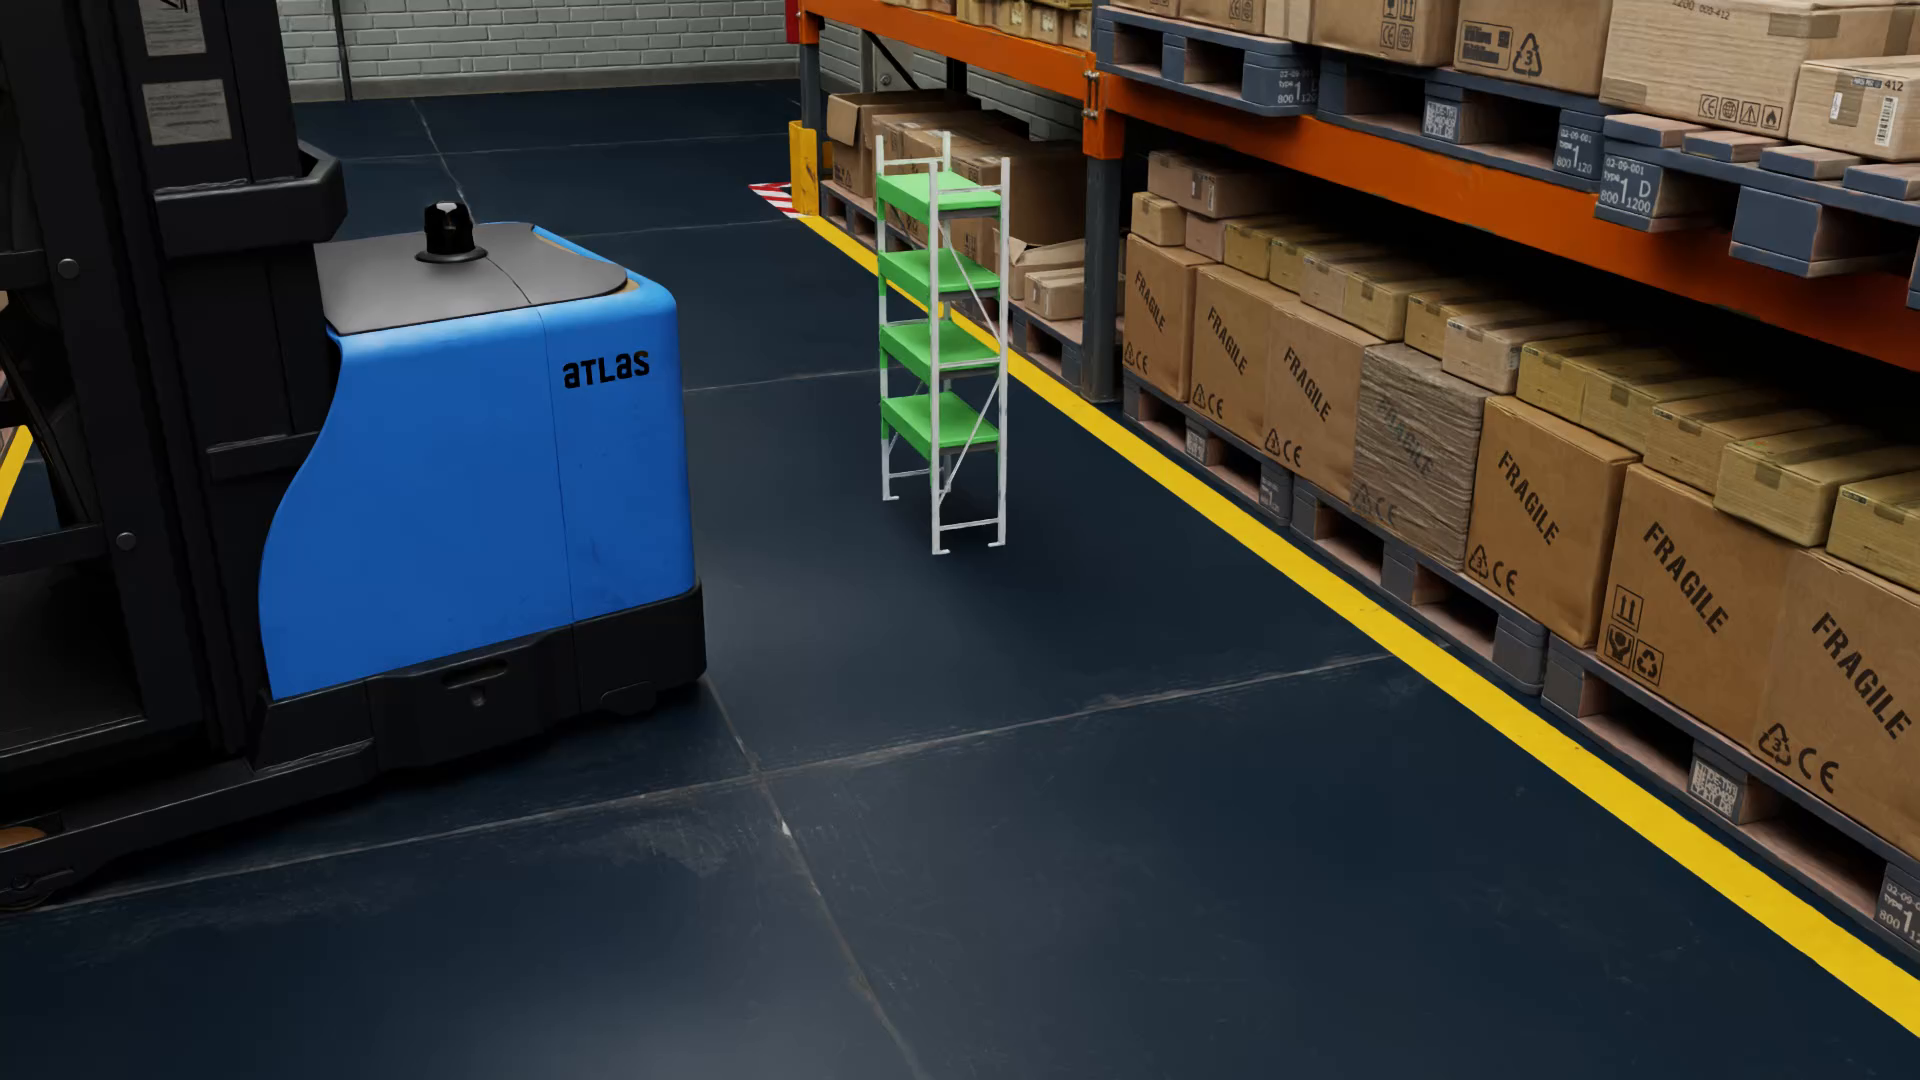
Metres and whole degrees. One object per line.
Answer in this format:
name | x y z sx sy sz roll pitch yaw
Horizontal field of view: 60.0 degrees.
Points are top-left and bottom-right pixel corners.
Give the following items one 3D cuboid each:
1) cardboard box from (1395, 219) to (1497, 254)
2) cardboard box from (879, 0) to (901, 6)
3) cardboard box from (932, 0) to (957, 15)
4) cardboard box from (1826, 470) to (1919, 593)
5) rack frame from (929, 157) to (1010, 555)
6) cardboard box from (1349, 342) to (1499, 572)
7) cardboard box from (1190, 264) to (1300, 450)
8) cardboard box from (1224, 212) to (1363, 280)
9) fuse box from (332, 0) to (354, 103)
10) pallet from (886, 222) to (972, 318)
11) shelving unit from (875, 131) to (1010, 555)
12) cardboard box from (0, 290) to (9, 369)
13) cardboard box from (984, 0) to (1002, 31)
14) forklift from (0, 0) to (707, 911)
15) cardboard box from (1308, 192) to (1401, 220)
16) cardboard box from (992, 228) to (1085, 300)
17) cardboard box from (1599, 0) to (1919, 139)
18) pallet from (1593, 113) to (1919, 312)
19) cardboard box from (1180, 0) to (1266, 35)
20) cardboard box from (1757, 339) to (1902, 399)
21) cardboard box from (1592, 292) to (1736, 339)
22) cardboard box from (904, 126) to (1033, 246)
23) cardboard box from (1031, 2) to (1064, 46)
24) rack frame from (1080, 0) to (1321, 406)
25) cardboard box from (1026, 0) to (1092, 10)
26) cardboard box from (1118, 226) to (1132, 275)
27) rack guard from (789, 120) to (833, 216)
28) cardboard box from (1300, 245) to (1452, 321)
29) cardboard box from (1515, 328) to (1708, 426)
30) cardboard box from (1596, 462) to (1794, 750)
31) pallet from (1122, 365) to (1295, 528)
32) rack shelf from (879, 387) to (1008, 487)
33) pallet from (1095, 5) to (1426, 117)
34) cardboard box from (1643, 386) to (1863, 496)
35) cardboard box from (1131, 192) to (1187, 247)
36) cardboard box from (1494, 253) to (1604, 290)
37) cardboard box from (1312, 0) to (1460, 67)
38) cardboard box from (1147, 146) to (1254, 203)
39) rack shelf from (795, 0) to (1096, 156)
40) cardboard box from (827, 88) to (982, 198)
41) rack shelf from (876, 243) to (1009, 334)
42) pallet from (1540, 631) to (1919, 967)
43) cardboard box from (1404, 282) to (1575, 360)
cardboard box | 1.672 -0.970 5.533 0.380 0.149 0.250 -10 25 -22
cardboard box | -0.180 -2.701 8.120 0.380 0.149 0.250 -9 24 -20
cardboard box | 0.088 -2.524 7.700 0.380 0.149 0.250 -8 24 -19
cardboard box | 1.967 -0.027 3.295 0.380 0.149 0.250 -10 25 -22
rack frame | 0.028 -0.524 4.949 0.240 1.200 0.015 -8 24 -19
cardboard box | 1.472 -0.267 4.699 0.500 0.500 0.500 -9 25 -21
cardboard box | 1.123 -0.638 5.580 0.500 0.500 0.500 -9 24 -20
cardboard box | 1.115 -0.987 5.573 0.380 0.149 0.250 -10 25 -22
fuse box | -5.087 -4.454 13.613 0.539 1.711 0.414 -8 24 -19
pallet | 0.289 -1.404 8.310 1.003 0.211 1.213 -8 24 -19
shelving unit | -0.059 -0.613 5.160 0.258 1.200 0.503 -8 24 -19
cardboard box | -4.115 -0.894 6.267 0.875 0.438 0.875 -9 25 -21
cardboard box | 0.322 -2.243 7.032 0.380 0.149 0.250 -8 24 -18
forklift | -2.157 -0.778 3.321 3.031 2.935 1.130 -15 27 -31
cardboard box | 1.463 -1.147 5.952 0.380 0.149 0.250 -8 24 -19
cardboard box | 0.367 -1.221 7.264 0.396 0.266 0.258 -7 24 -17
cardboard box | 1.703 -1.005 3.426 0.500 0.250 0.500 -10 25 -21
pallet | 2.073 -0.690 3.273 1.213 0.211 1.003 -8 24 -19
cardboard box | 1.110 -1.840 5.085 0.700 0.500 0.500 -8 24 -18
cardboard box | 2.245 -0.406 4.194 0.380 0.149 0.250 -10 25 -21
cardboard box | 1.979 -0.577 4.600 0.380 0.149 0.250 -8 24 -19
cardboard box | 0.038 -1.734 8.179 0.500 0.500 0.500 -8 24 -18
cardboard box | 0.504 -2.053 6.581 0.380 0.149 0.250 -8 24 -18
rack frame | 0.965 -1.995 6.122 1.000 3.000 0.127 -8 24 -19
cardboard box | 0.557 -2.215 6.453 0.500 0.250 0.500 -8 24 -18
cardboard box | 0.953 -1.222 7.210 0.500 0.311 0.500 -7 24 -17
rack guard | -0.421 -2.269 9.991 1.175 0.500 0.348 -8 24 -19
cardboard box | 1.277 -0.794 5.114 0.380 0.149 0.250 -8 24 -19
cardboard box | 1.650 -0.417 4.219 0.380 0.149 0.250 -9 24 -20
cardboard box | 1.861 0.109 3.807 0.500 0.500 0.500 -9 24 -20
pallet | 1.288 -0.420 5.975 1.003 0.211 1.213 -8 24 -19
rack shelf | -0.058 -0.333 5.278 0.258 0.148 0.480 -8 24 -19
pallet | 1.145 -1.602 5.435 1.003 0.211 1.213 -8 24 -19
cardboard box | 1.790 -0.224 3.762 0.380 0.149 0.250 -9 25 -21
cardboard box | 0.843 -1.169 6.004 0.380 0.149 0.250 -7 24 -16
cardboard box | 1.862 -0.777 5.075 0.380 0.149 0.250 -8 24 -18
cardboard box | 1.387 -1.555 4.409 0.700 0.500 0.500 -8 24 -19
cardboard box | 0.900 -1.315 5.966 0.380 0.149 0.250 -9 24 -20
rack shelf | 0.259 -2.391 7.986 1.077 0.370 4.000 -8 24 -19
cardboard box | -0.320 -2.257 9.416 0.797 0.503 0.637 -9 25 -21
rack shelf | -0.059 -0.775 5.091 0.258 0.148 0.480 -8 24 -19
pallet | 2.150 0.466 3.872 1.003 0.211 1.213 -8 24 -19
cardboard box | 1.486 -0.609 4.676 0.380 0.149 0.250 -8 24 -19
